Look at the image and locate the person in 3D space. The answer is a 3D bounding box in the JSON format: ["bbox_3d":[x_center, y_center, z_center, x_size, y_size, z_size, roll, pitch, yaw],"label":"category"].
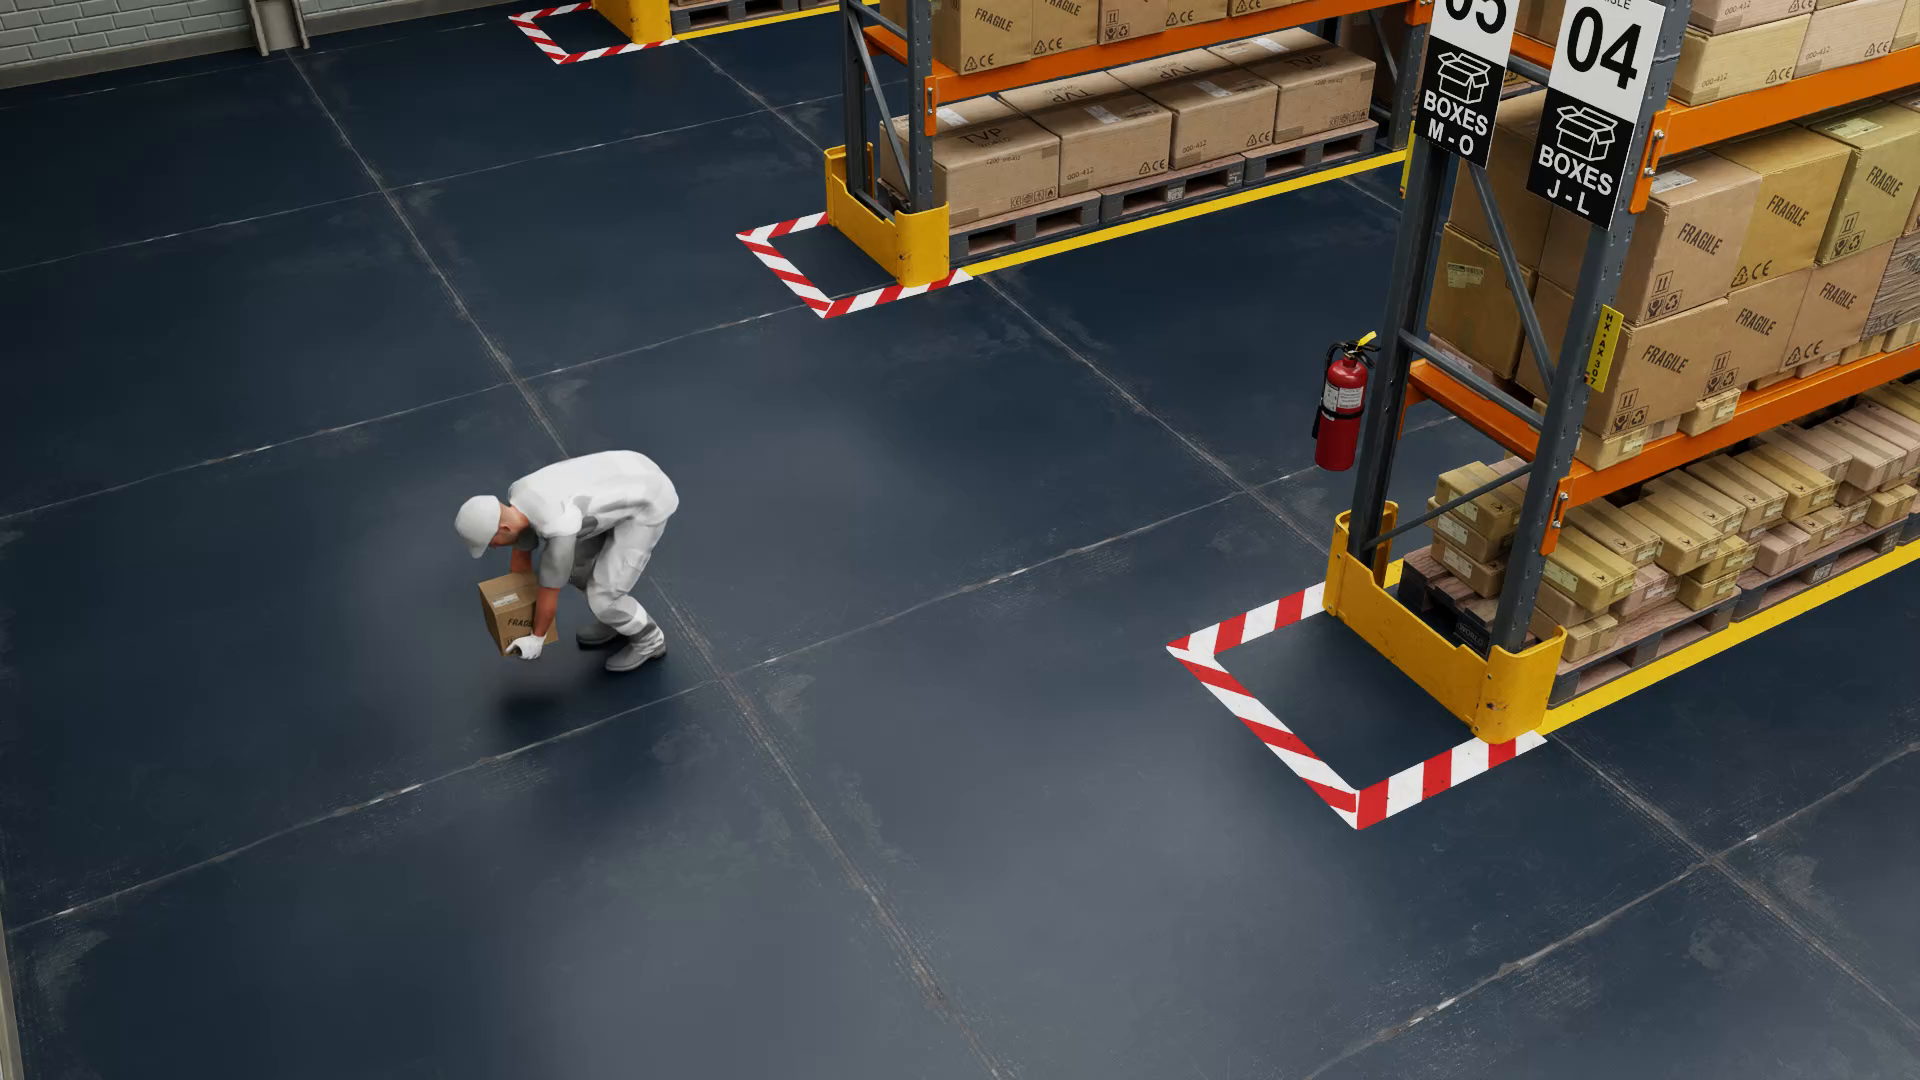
[{"bbox_3d":[-1.695,0.126,7.368,0.959,1.038,0.528,-21,41,-26],"label":"person"}]
